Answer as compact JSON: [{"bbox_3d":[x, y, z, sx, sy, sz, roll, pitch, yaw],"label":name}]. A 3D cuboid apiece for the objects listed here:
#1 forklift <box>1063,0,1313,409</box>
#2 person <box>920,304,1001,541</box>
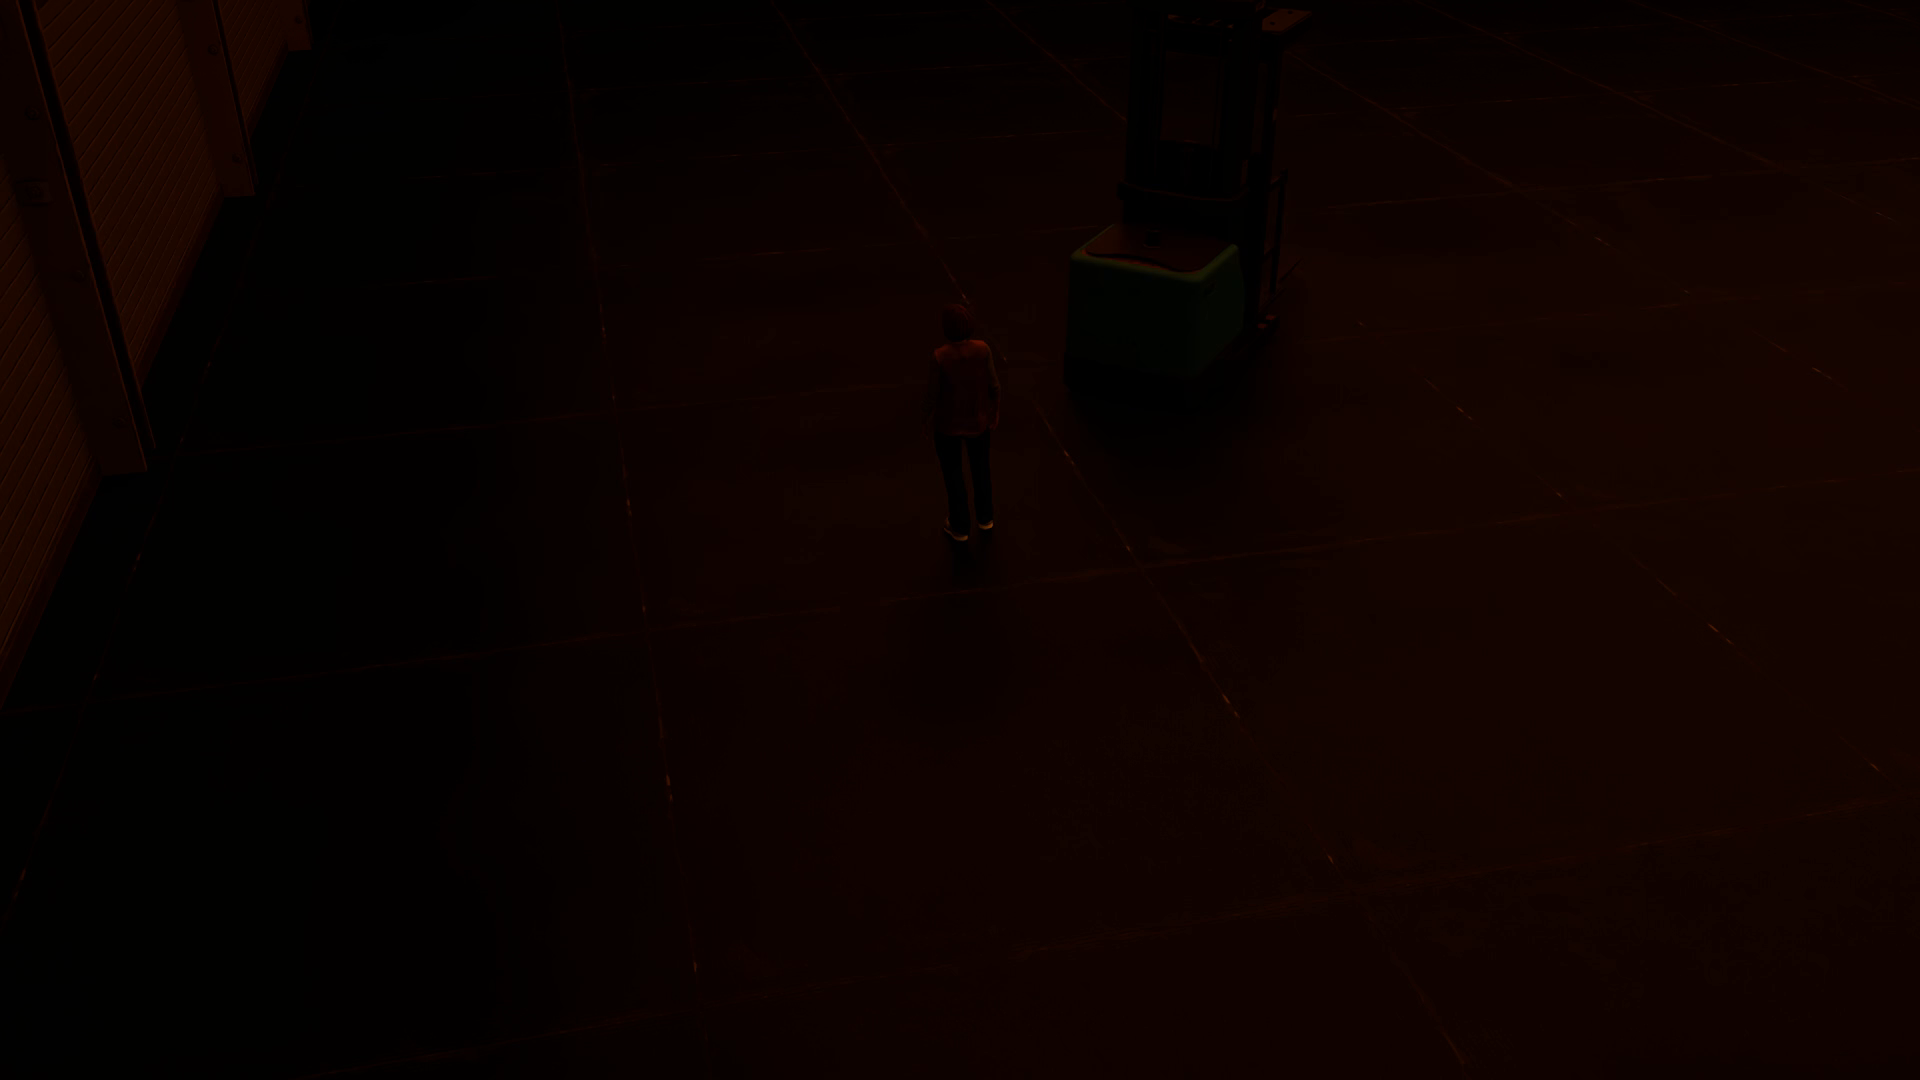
[{"bbox_3d":[1.913,-2.919,12.617,1.130,2.935,3.031,15,33,24],"label":"forklift"},{"bbox_3d":[-0.003,-0.735,10.161,0.520,1.597,0.476,-7,31,-12],"label":"person"}]
